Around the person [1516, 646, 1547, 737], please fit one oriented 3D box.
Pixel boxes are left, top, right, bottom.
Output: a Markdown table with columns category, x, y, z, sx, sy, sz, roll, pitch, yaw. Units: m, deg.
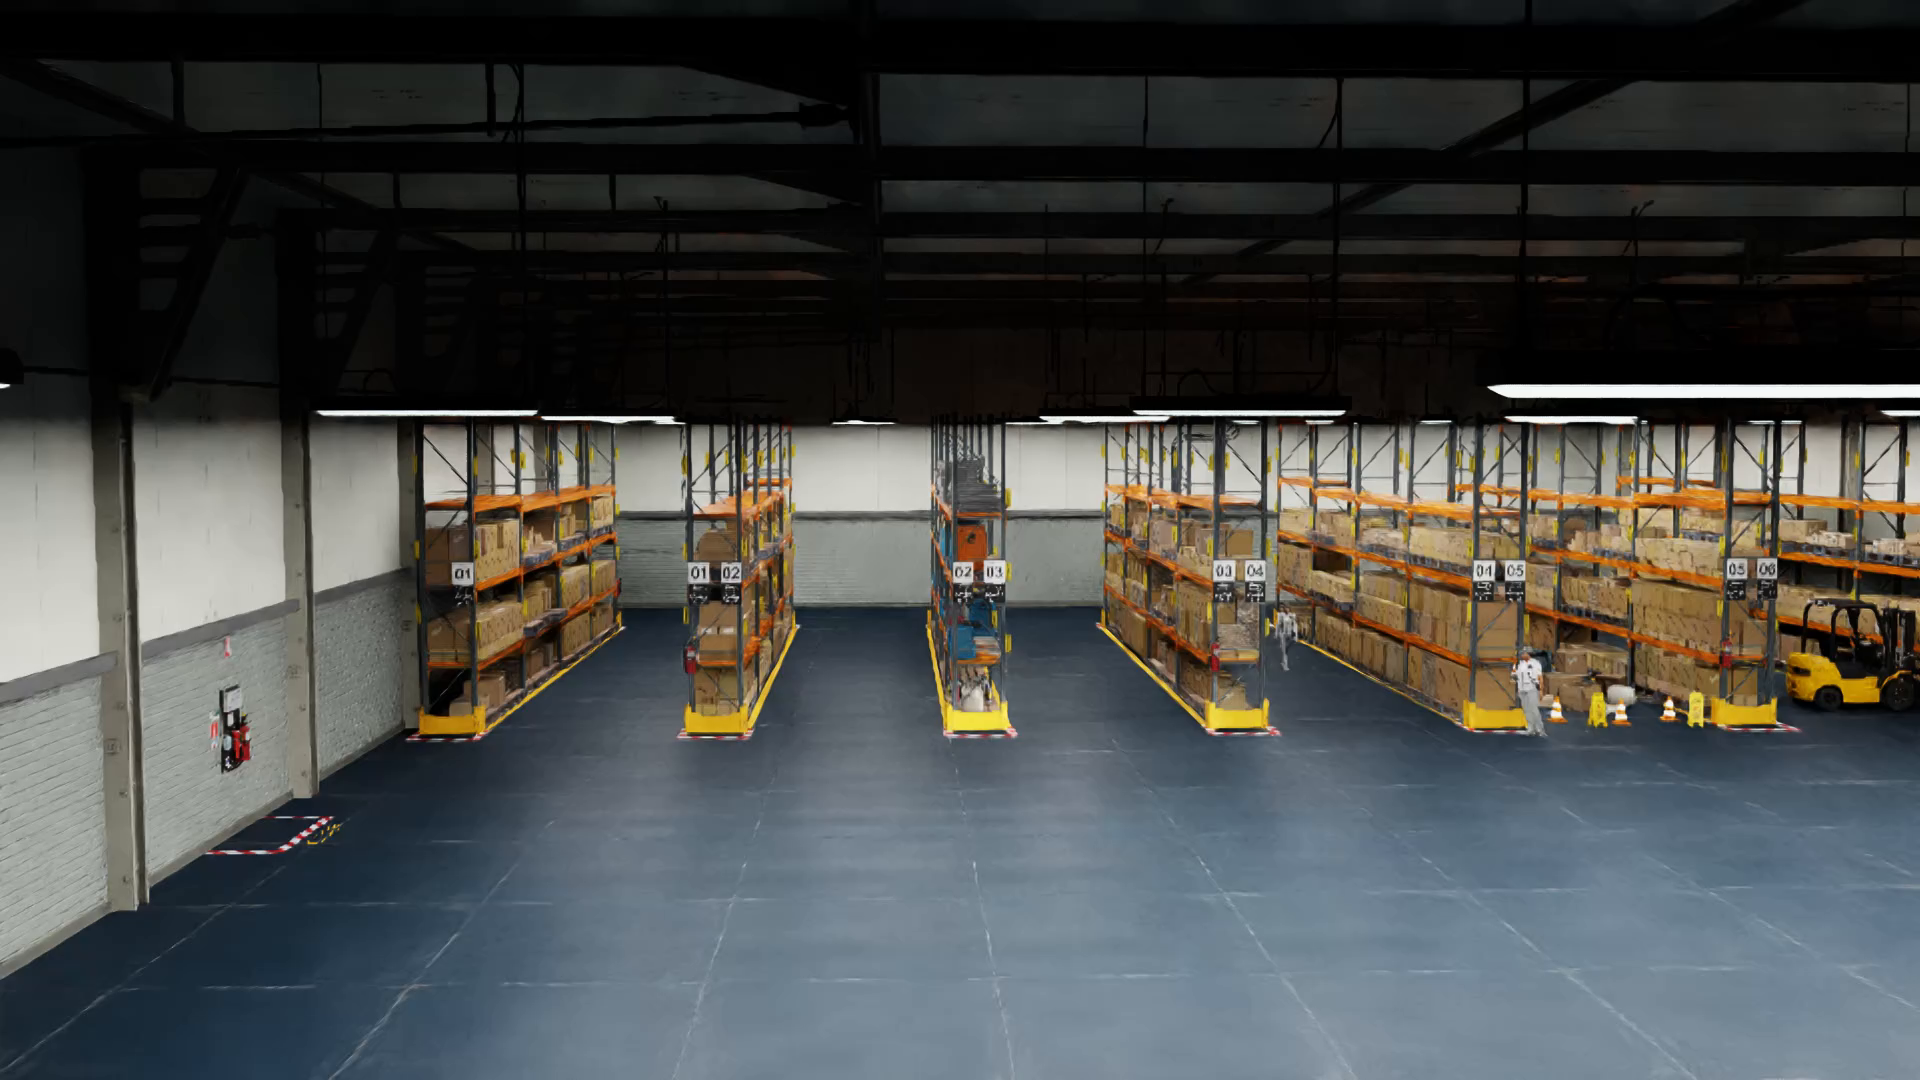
| category | x | y | z | sx | sy | sz | roll | pitch | yaw |
| --- | --- | --- | --- | --- | --- | --- | --- | --- | --- |
| person | 10.569 | 2.794 | 30.751 | 0.426 | 1.658 | 0.602 | -3 | 5 | -33 |

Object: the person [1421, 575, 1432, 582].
| category | x | y | z | sx | sy | sz | roll | pitch | yaw |
| --- | --- | --- | --- | --- | --- | --- | --- | --- | --- |
| person | 13.790 | 1.553 | 49.683 | 0.472 | 1.589 | 0.600 | 4 | 5 | 42 |

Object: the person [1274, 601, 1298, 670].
| category | x | y | z | sx | sy | sz | roll | pitch | yaw |
| --- | --- | --- | --- | --- | --- | --- | --- | --- | --- |
| person | 7.715 | 2.231 | 39.259 | 0.502 | 1.625 | 0.997 | 0 | 4 | -3 |
